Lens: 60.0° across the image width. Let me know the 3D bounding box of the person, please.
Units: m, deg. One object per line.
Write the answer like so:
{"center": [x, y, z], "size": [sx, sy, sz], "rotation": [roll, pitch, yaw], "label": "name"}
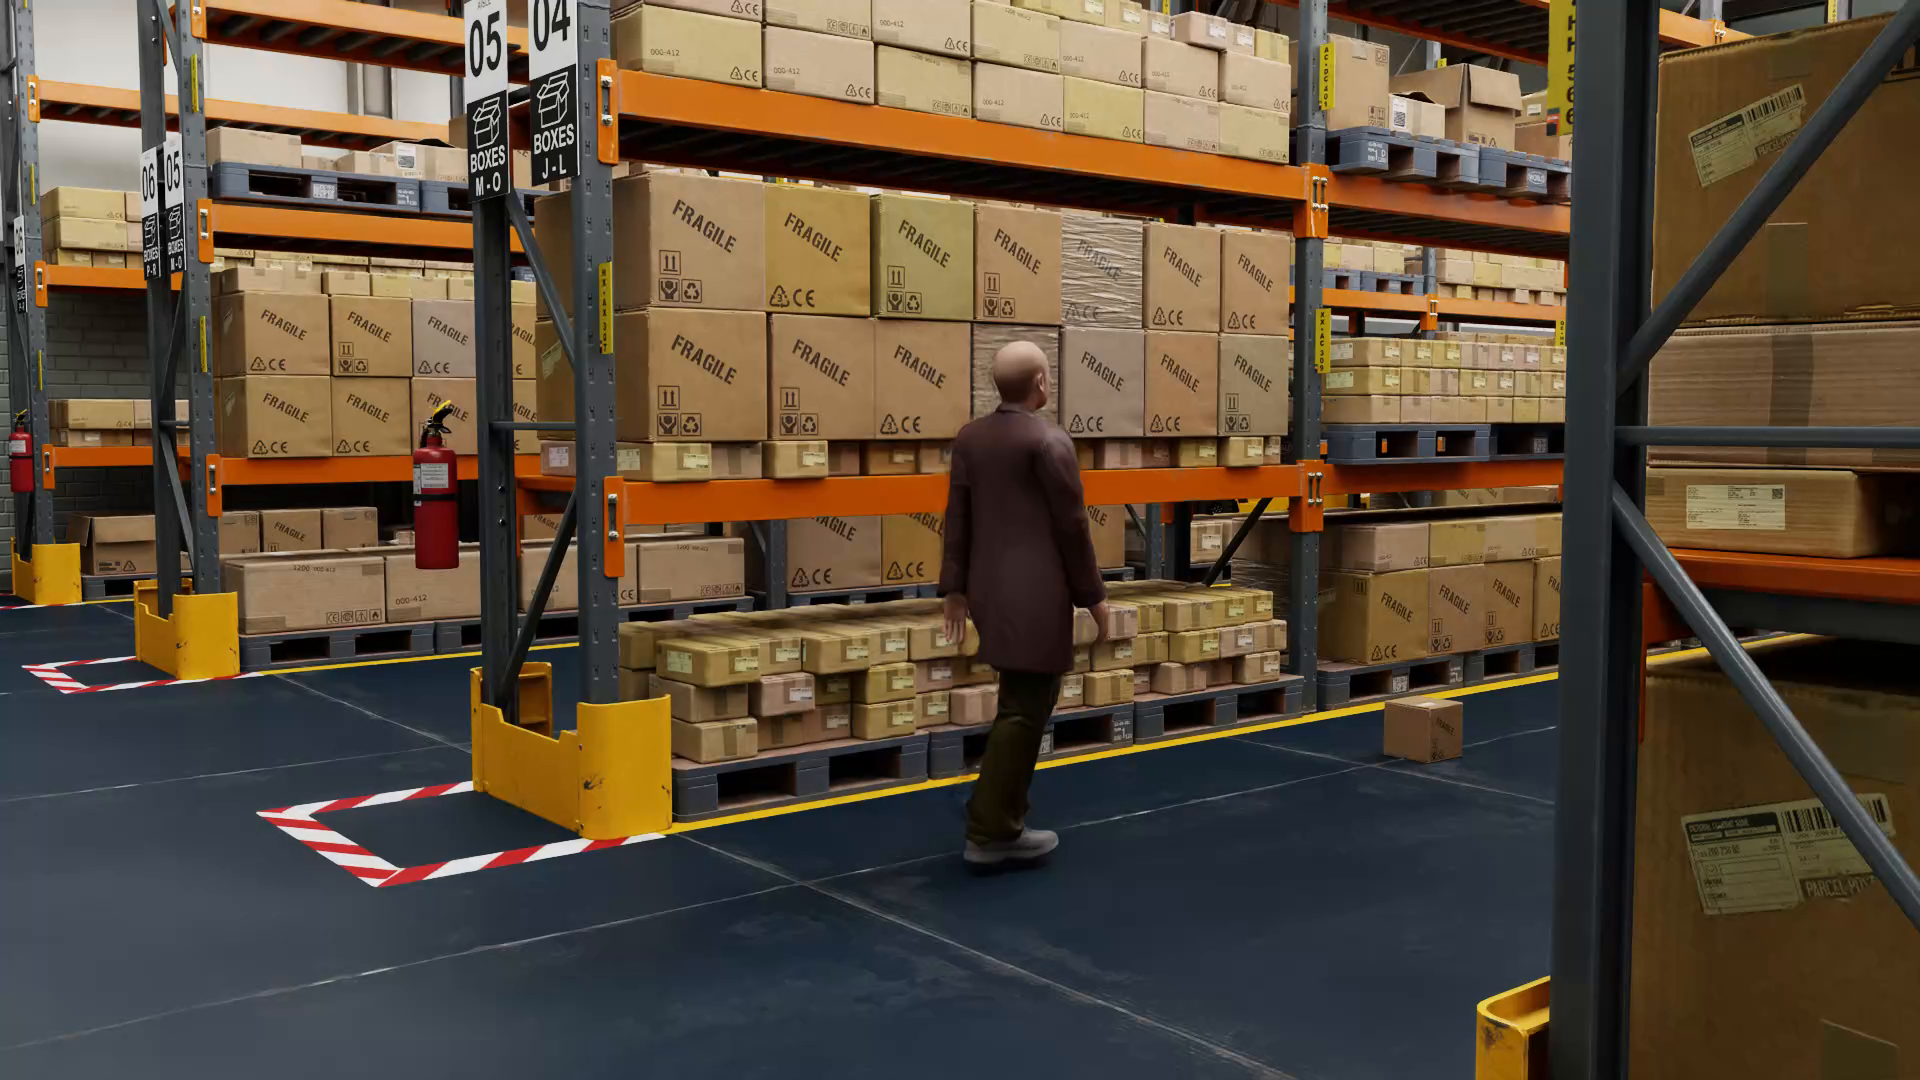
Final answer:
{"center": [0.212, 0.240, 5.712], "size": [0.516, 1.835, 0.585], "rotation": [-3, 5, -36], "label": "person"}
